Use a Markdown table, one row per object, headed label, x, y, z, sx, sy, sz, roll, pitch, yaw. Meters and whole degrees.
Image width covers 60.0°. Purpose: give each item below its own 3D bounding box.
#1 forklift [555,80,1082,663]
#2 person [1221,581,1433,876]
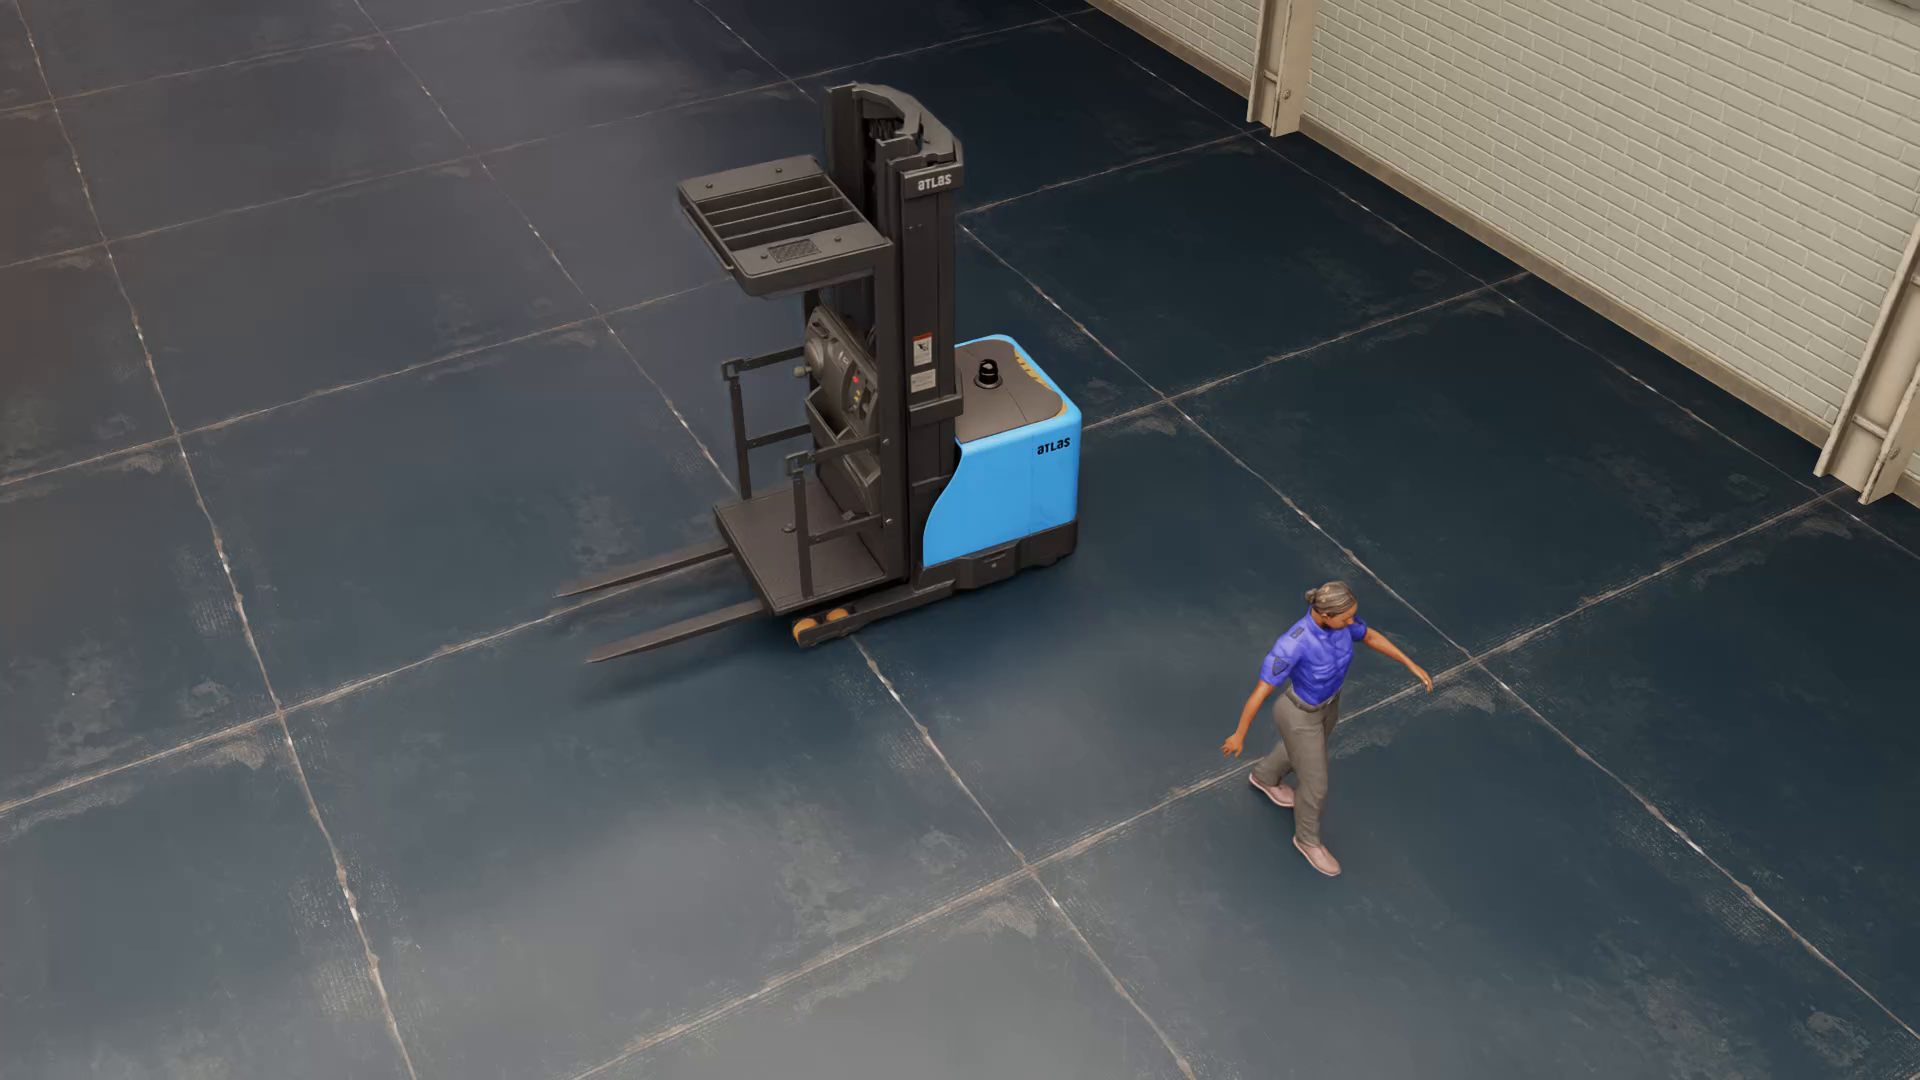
| label | x | y | z | sx | sy | sz | roll | pitch | yaw |
| --- | --- | --- | --- | --- | --- | --- | --- | --- | --- |
| forklift | -0.839 | -0.897 | 9.117 | 3.031 | 2.935 | 1.130 | -17 | 43 | -20 |
| person | 1.715 | 0.866 | 8.030 | 0.732 | 1.639 | 0.891 | 32 | 49 | 33 |
